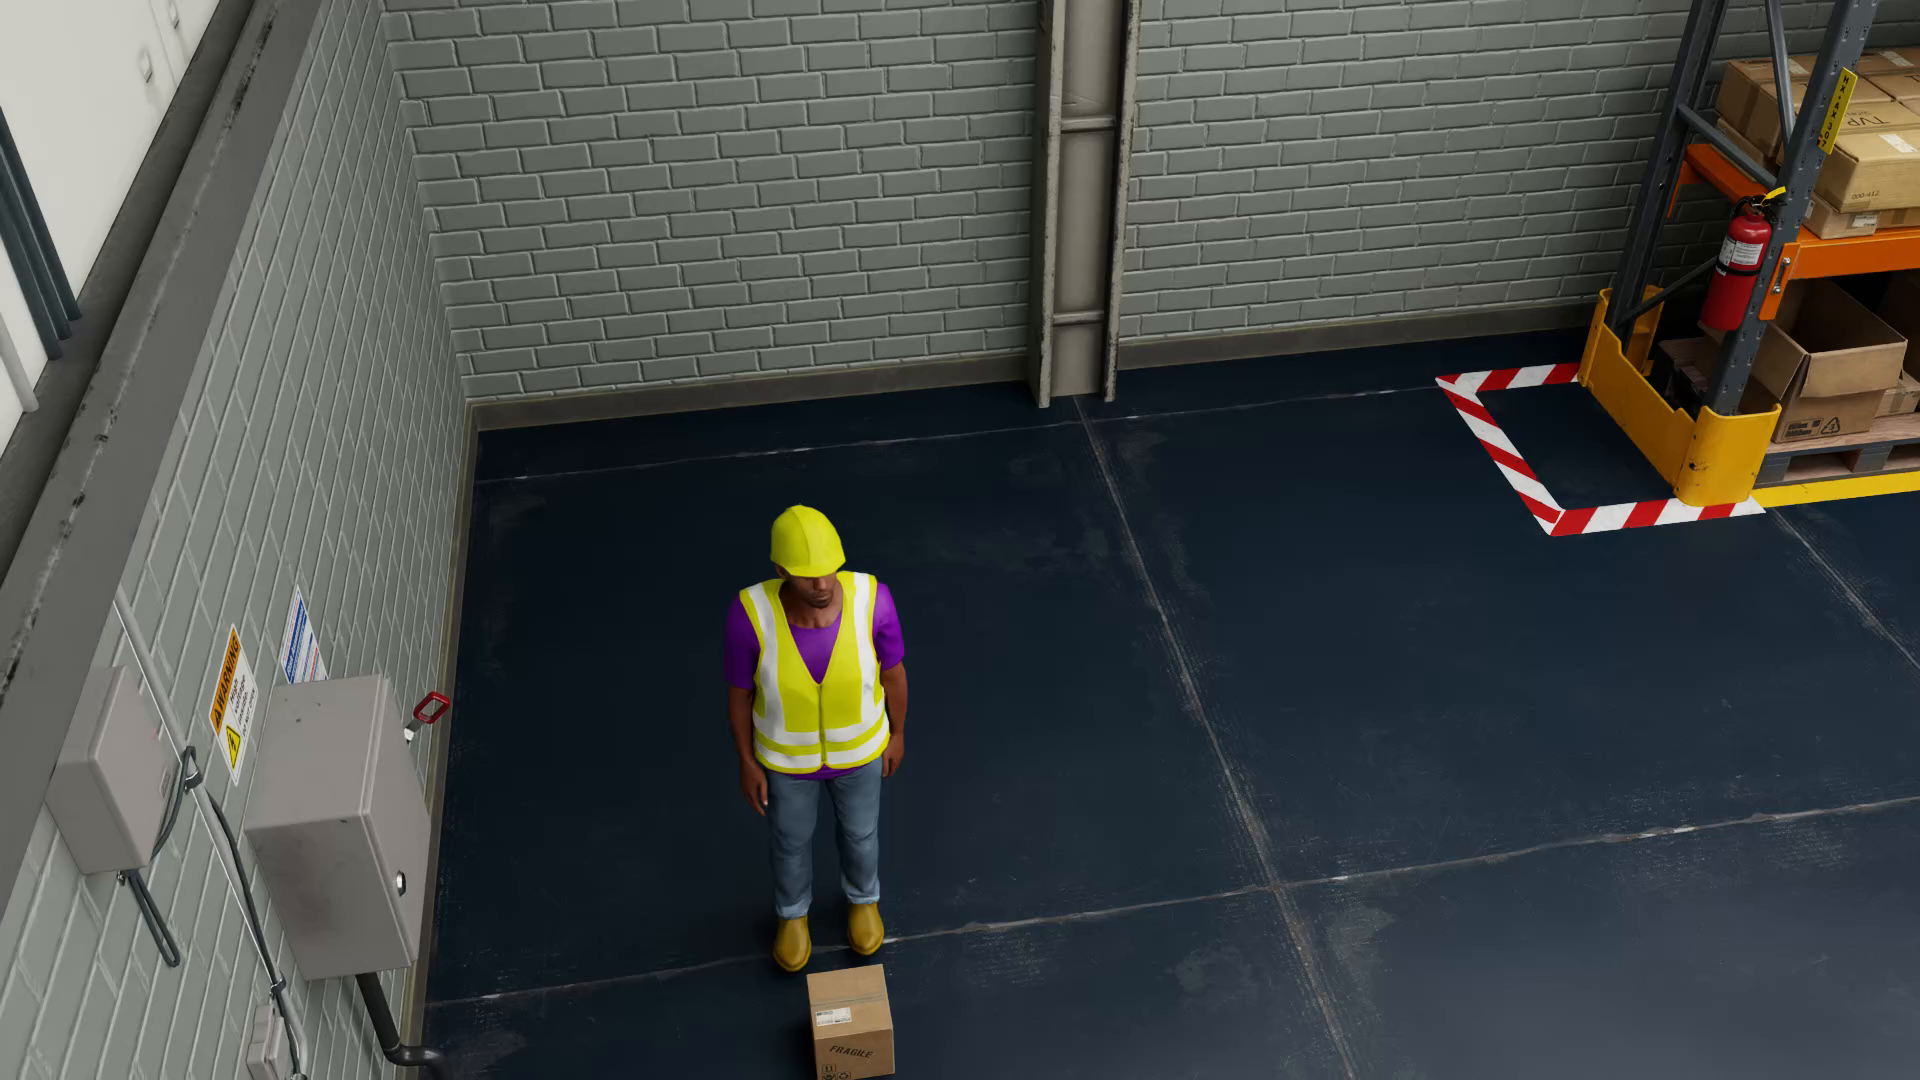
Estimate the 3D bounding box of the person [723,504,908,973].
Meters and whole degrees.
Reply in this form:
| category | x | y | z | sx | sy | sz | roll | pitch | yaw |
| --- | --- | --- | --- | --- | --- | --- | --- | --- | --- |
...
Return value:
| category | x | y | z | sx | sy | sz | roll | pitch | yaw |
| --- | --- | --- | --- | --- | --- | --- | --- | --- | --- |
| person | -0.436 | 0.653 | 5.270 | 0.564 | 1.767 | 0.391 | -6 | 39 | -8 |
